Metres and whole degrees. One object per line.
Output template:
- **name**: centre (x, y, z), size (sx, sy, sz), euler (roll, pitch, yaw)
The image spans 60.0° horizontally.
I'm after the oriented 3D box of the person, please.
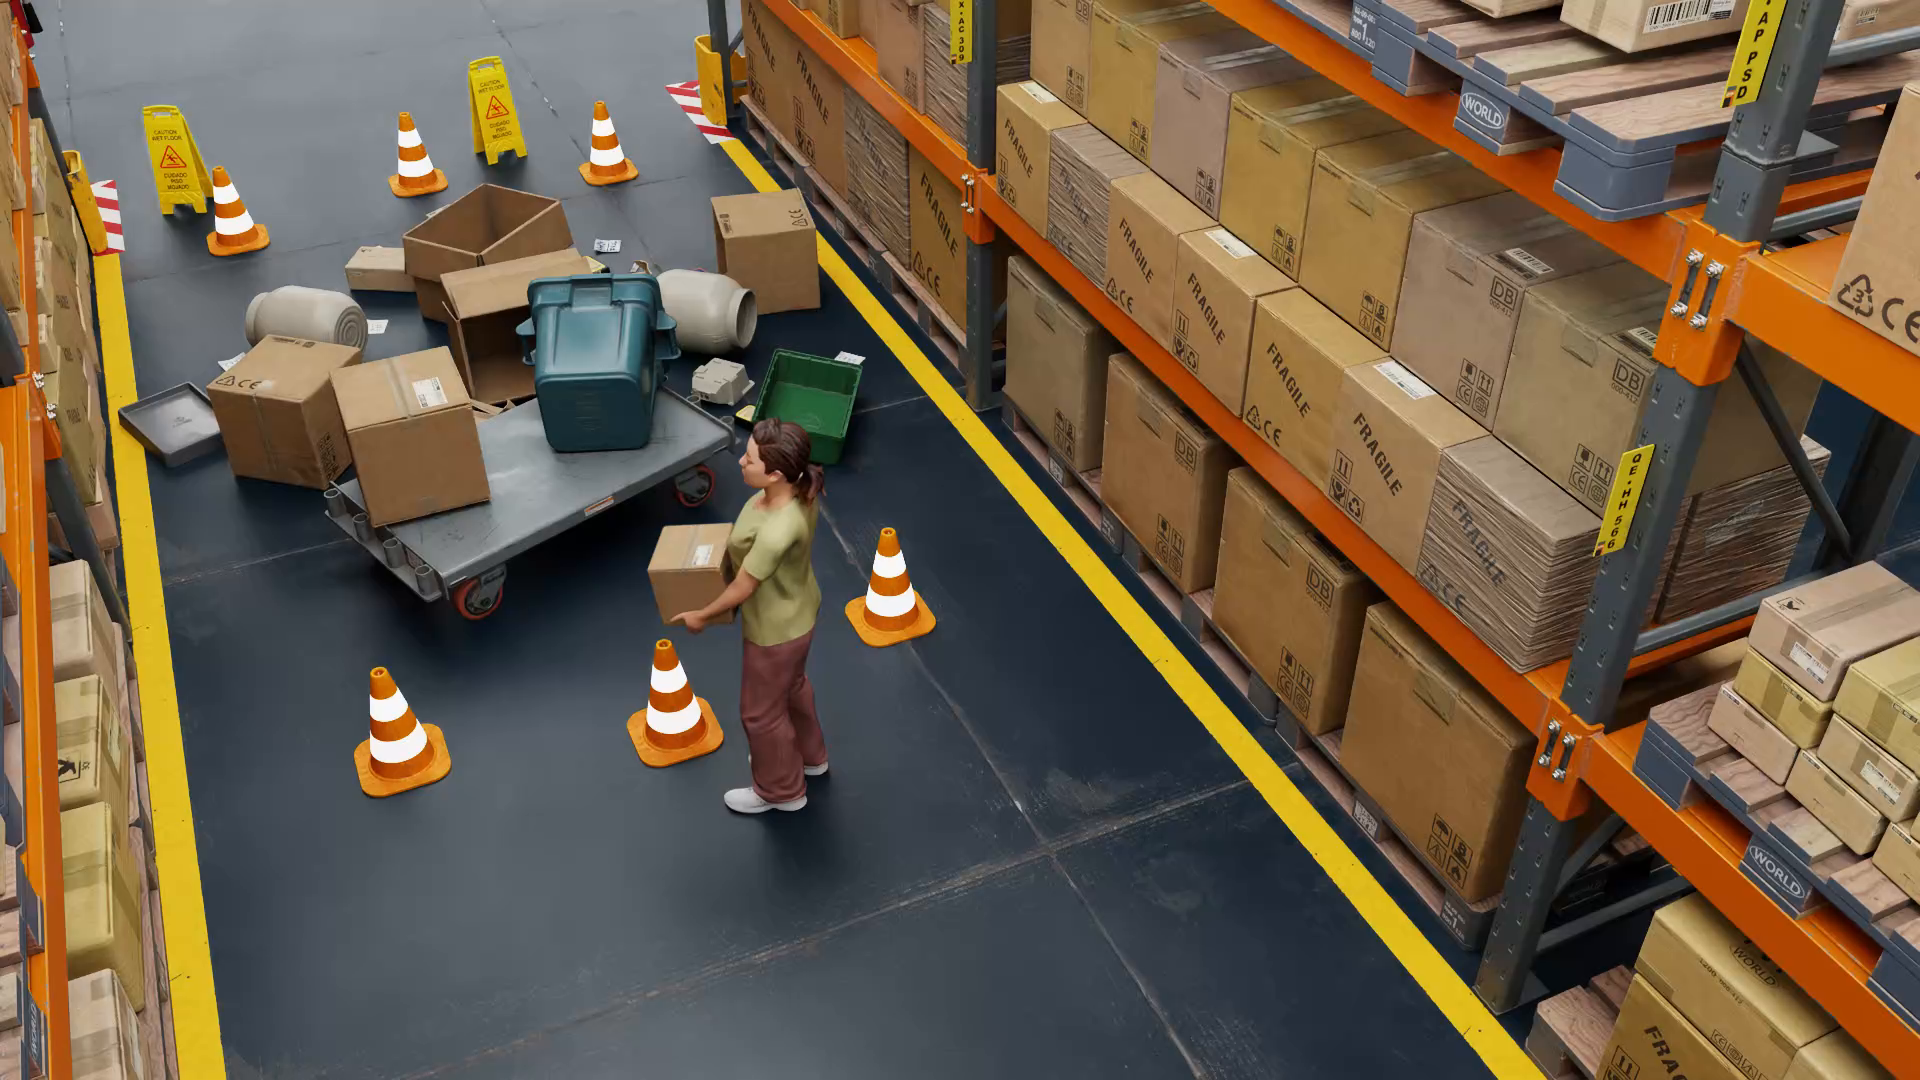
- **person**: centre (-0.702, 0.278, 5.798), size (0.551, 1.667, 0.424), euler (3, 37, 4)
